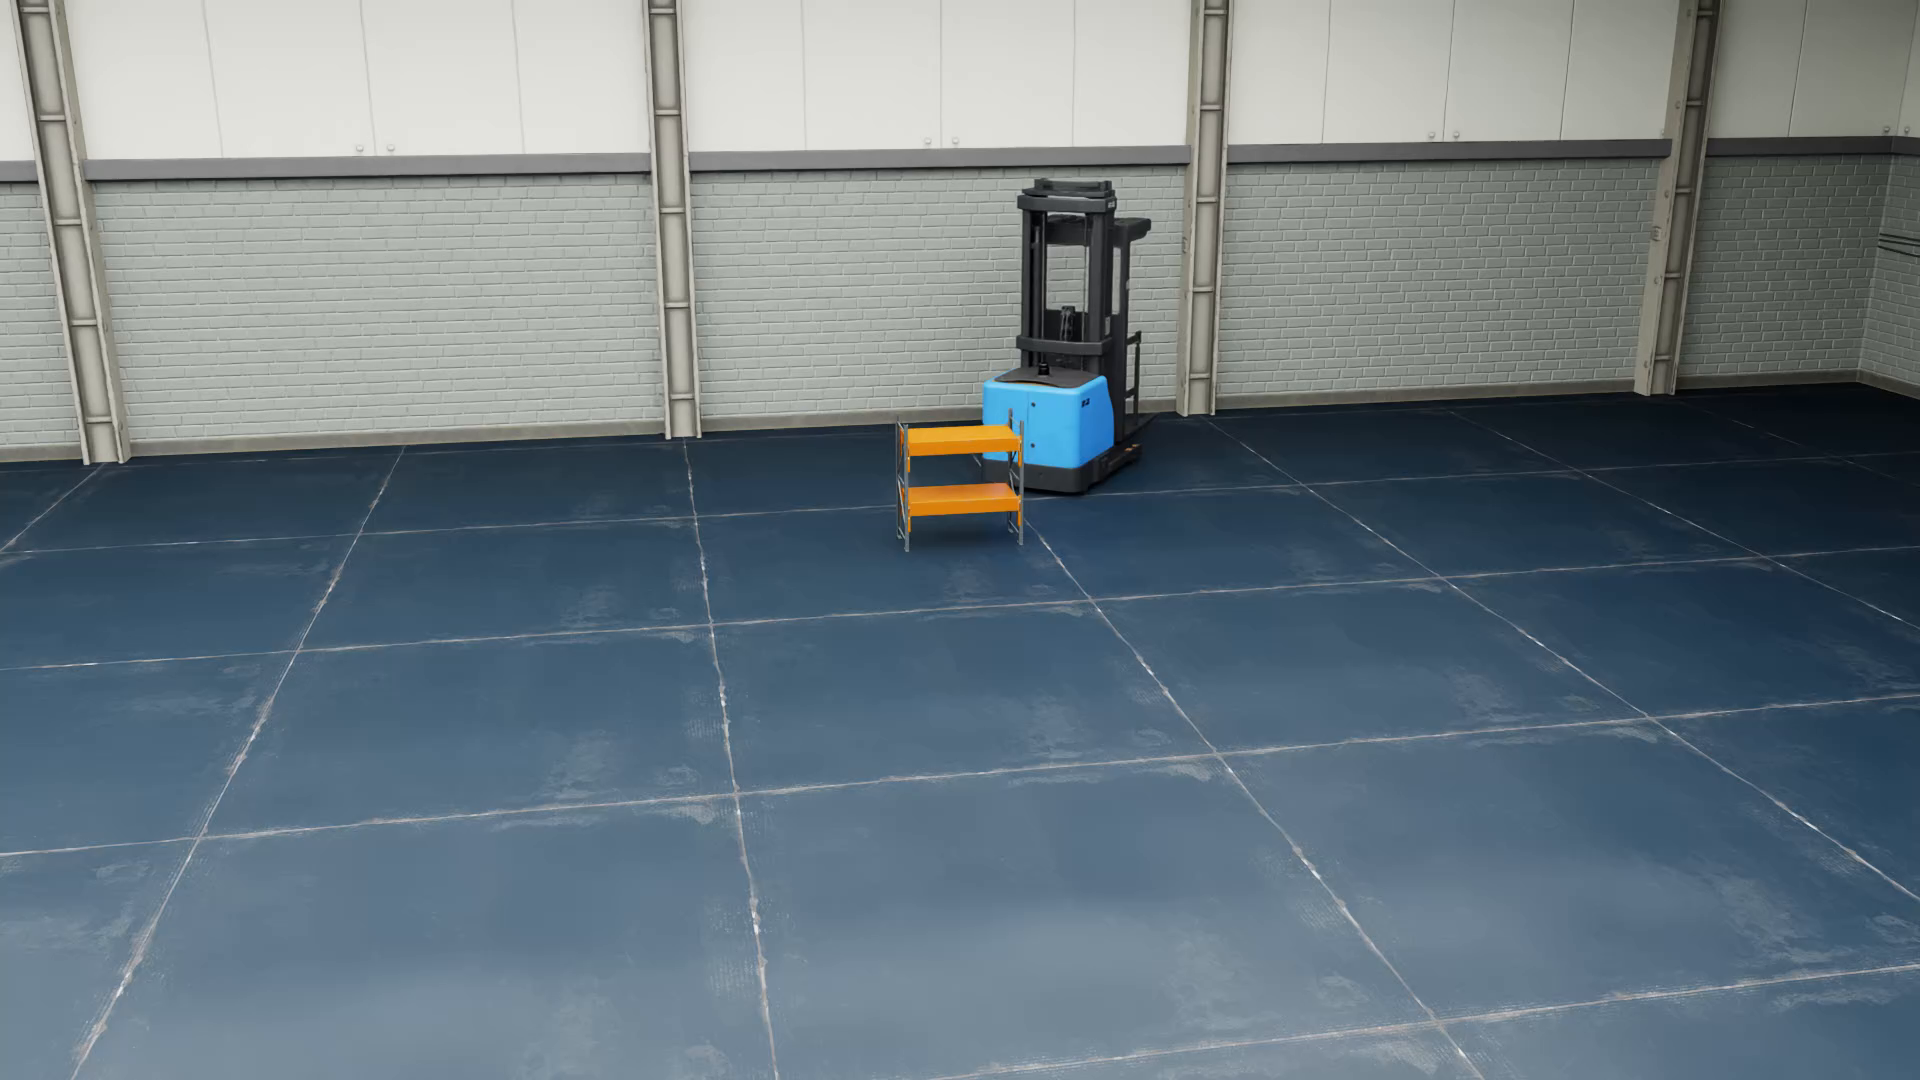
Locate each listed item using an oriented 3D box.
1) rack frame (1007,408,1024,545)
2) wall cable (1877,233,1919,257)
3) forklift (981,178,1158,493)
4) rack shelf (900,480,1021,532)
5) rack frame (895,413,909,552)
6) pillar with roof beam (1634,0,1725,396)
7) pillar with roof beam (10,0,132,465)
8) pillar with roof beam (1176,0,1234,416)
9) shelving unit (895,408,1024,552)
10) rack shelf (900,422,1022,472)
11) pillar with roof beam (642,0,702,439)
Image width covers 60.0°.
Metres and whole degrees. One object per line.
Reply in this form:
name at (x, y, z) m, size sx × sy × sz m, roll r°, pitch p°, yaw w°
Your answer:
rack frame at (0.492, -0.566, 14.738) m, size 0.032 × 1.125 × 0.500 m, roll -3°, pitch 17°, yaw -10°
wall cable at (11.825, -4.445, 19.245) m, size 0.112 × 2.526 × 3.097 m, roll -3°, pitch 17°, yaw -10°
forklift at (1.284, -2.247, 17.137) m, size 1.130 × 2.935 × 3.031 m, roll 8°, pitch 19°, yaw 24°
rack shelf at (-0.007, -0.304, 14.717) m, size 1.000 × 0.278 × 0.538 m, roll -3°, pitch 17°, yaw -10°
rack frame at (-0.506, -0.509, 14.553) m, size 0.032 × 1.125 × 0.500 m, roll -3°, pitch 17°, yaw -10°
pillar with roof beam at (9.498, -4.905, 15.455) m, size 0.400 × 9.000 × 9.100 m, roll -3°, pitch 17°, yaw -10°
pillar with roof beam at (-8.175, -3.902, 12.191) m, size 0.400 × 9.000 × 9.100 m, roll -3°, pitch 17°, yaw -10°
pillar with roof beam at (3.607, -4.571, 14.367) m, size 0.400 × 9.000 × 9.100 m, roll -3°, pitch 17°, yaw -10°
shelving unit at (-0.007, -0.537, 14.645) m, size 1.048 × 1.125 × 0.538 m, roll -3°, pitch 17°, yaw -10°
rack shelf at (-0.007, -0.817, 14.559) m, size 1.000 × 0.278 × 0.538 m, roll -3°, pitch 17°, yaw -10°
pillar with roof beam at (-2.284, -4.237, 13.279) m, size 0.400 × 9.000 × 9.100 m, roll -3°, pitch 17°, yaw -10°
